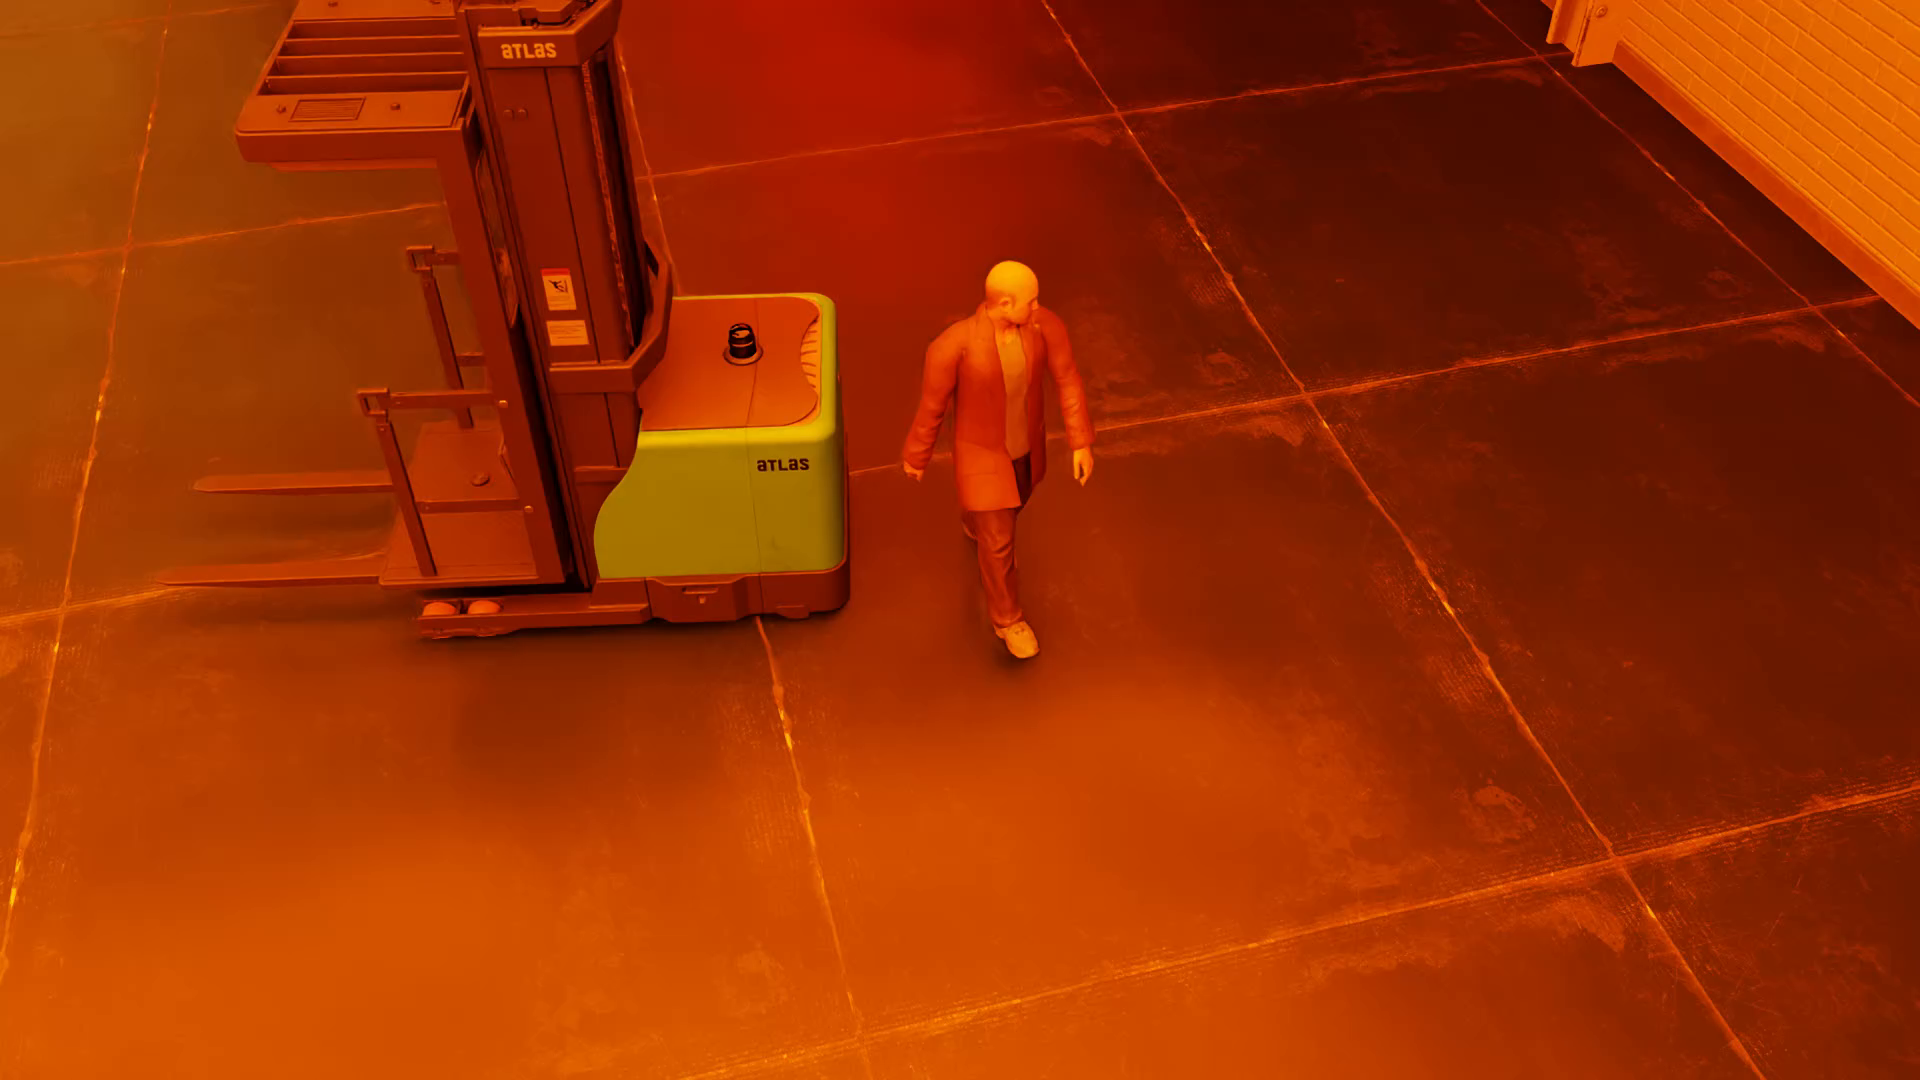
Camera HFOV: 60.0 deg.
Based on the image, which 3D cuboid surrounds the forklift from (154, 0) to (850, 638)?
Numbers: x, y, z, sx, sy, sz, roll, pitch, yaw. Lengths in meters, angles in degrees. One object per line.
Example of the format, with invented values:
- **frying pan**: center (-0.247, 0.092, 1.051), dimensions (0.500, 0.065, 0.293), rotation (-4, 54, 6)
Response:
- **forklift**: center (-2.027, -1.007, 6.711), dimensions (3.031, 2.935, 1.130), rotation (-2, 43, -2)

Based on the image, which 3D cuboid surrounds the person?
- **person**: center (0.163, -0.359, 6.921), dimensions (0.720, 1.733, 0.941), rotation (-25, 49, -24)
